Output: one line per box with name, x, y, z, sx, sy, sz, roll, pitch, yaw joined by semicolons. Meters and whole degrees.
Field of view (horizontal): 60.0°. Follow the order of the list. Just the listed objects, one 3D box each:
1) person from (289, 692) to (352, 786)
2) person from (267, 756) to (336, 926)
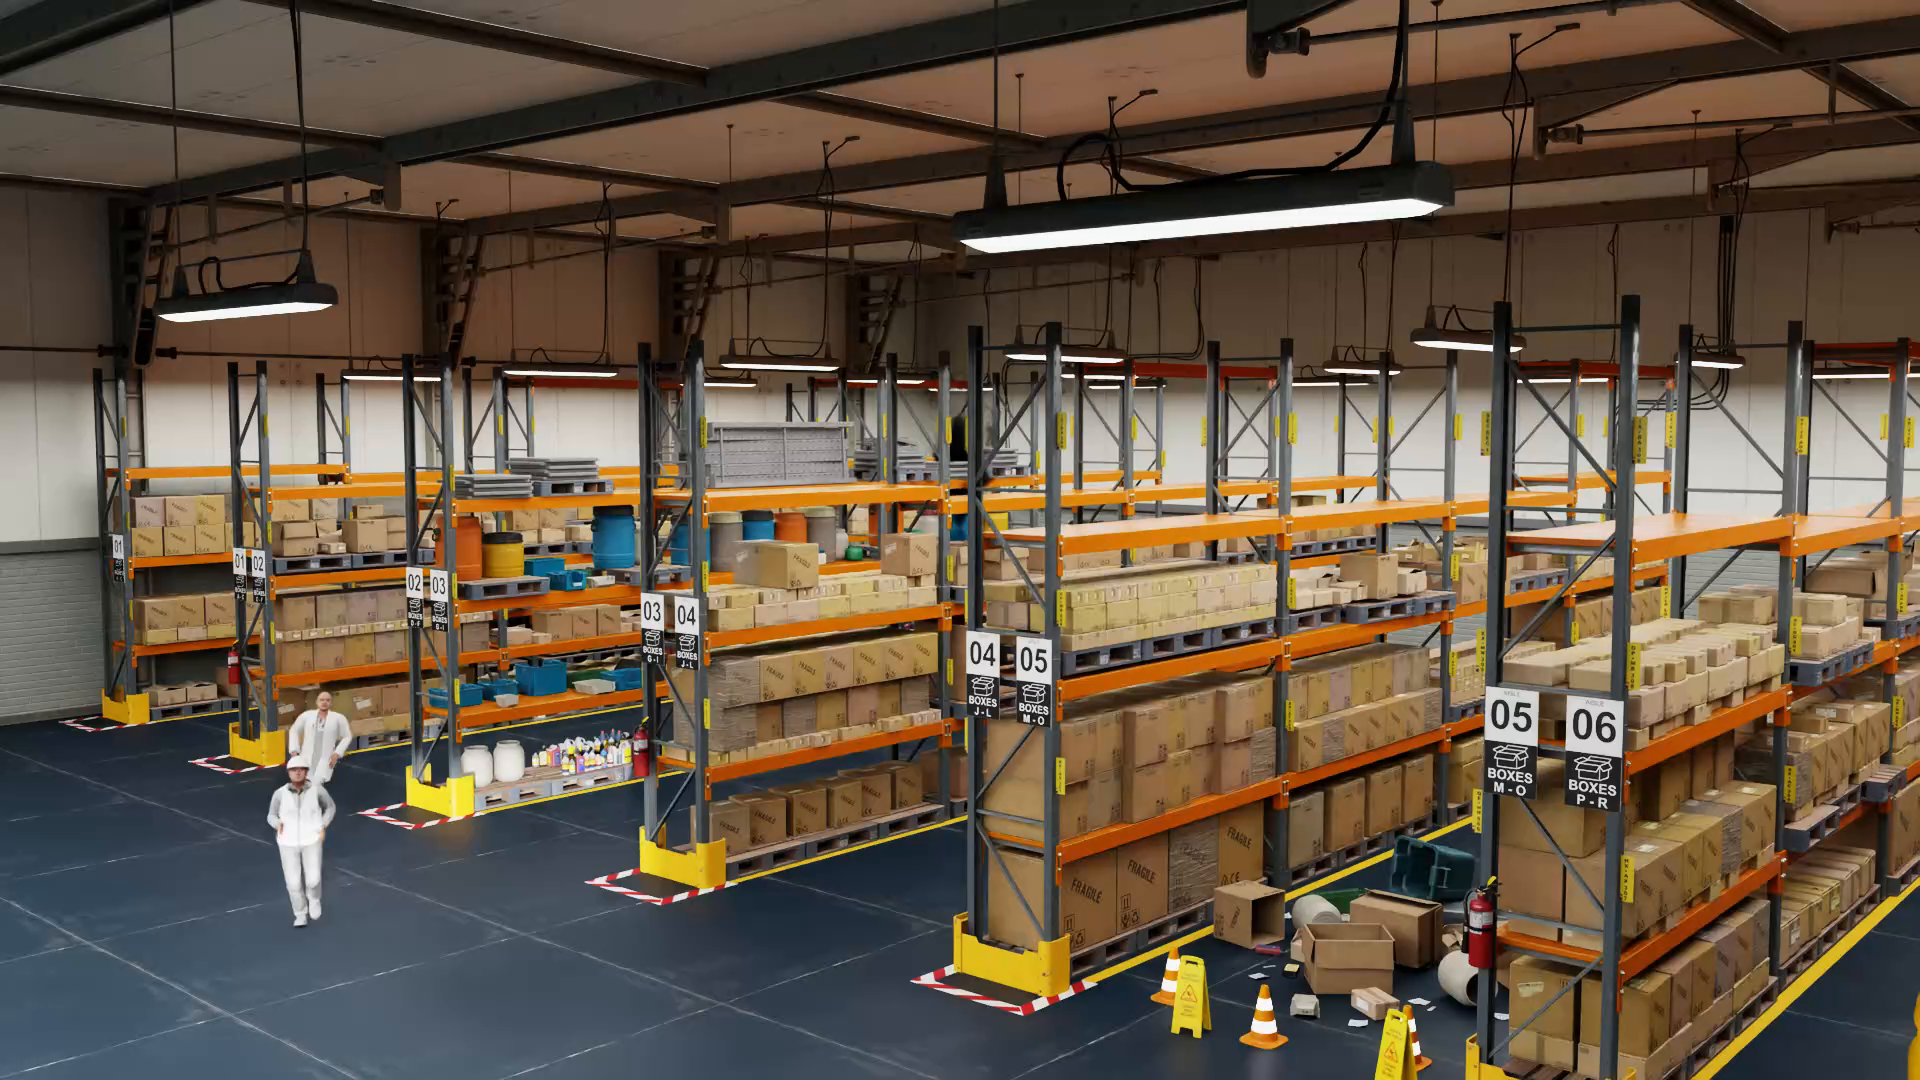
person;-8.084;2.768;21.031;0.753;1.694;0.592;-1;4;-14
person;-6.661;3.055;16.810;0.650;1.726;0.578;-1;4;-17
